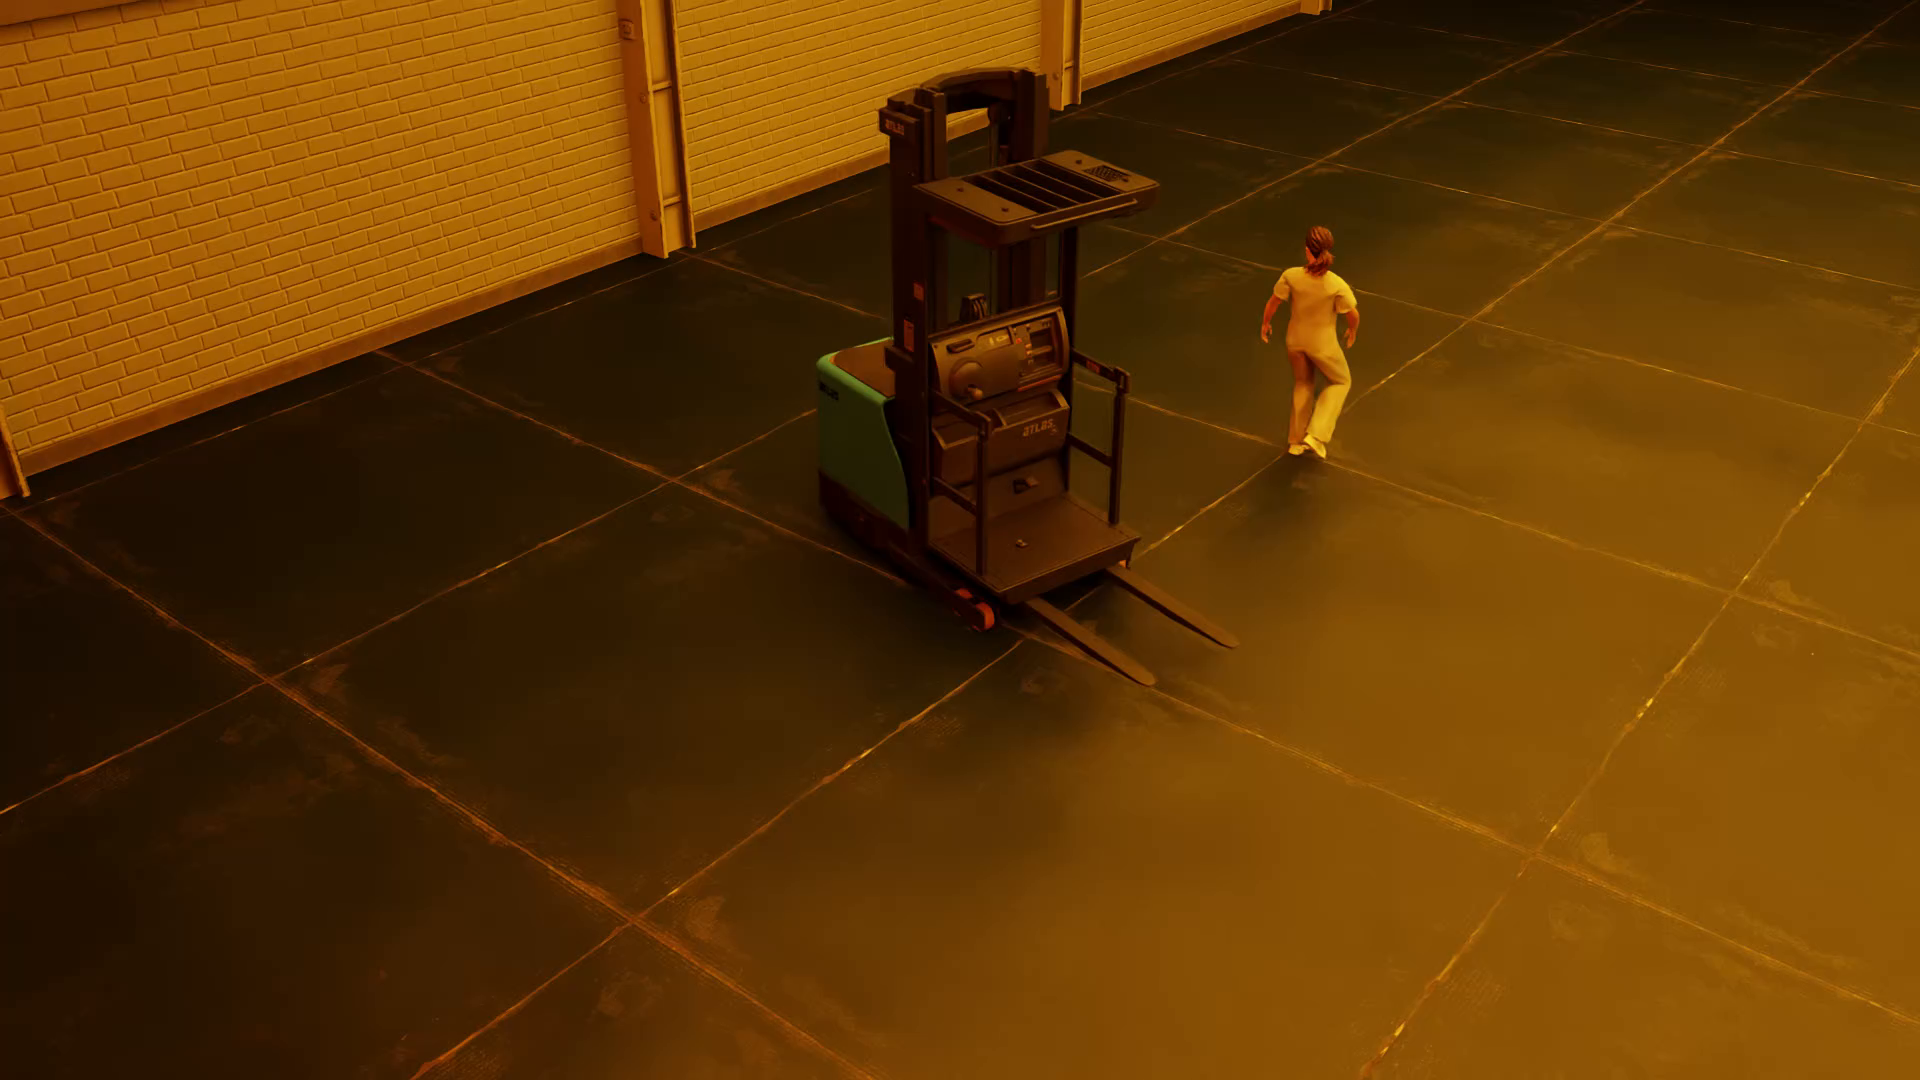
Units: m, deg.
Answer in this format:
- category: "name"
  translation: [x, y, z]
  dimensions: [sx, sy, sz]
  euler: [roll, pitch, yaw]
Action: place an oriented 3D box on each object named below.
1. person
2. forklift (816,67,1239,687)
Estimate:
- category: "person"
  translation: [2.334, -1.331, 11.157]
  dimensions: [0.667, 1.645, 0.462]
  euler: [22, 37, 33]
- category: "forklift"
  translation: [0.363, -1.018, 9.337]
  dimensions: [1.130, 2.935, 3.031]
  euler: [-20, 36, -31]
